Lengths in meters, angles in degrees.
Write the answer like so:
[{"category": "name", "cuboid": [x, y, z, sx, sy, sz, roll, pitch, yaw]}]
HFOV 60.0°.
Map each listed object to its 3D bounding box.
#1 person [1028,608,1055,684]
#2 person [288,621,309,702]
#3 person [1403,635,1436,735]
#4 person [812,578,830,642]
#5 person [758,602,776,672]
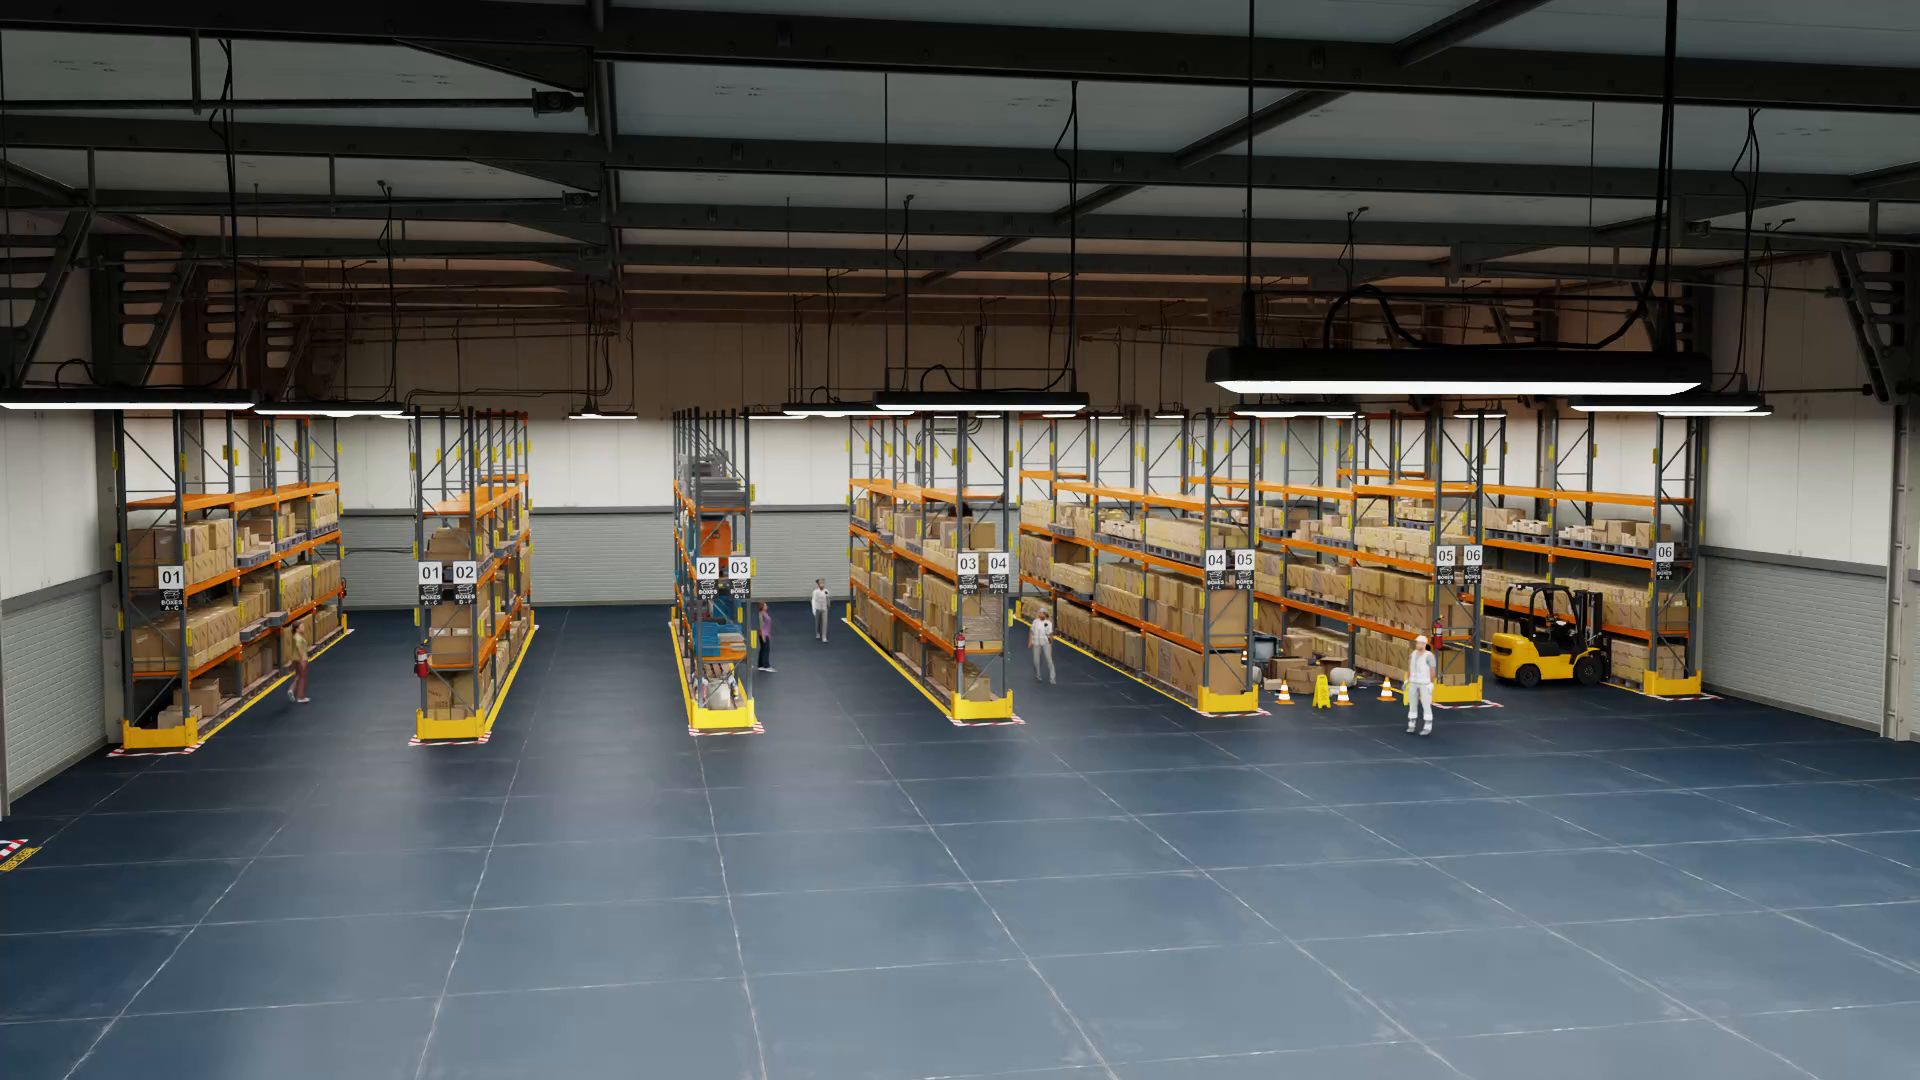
[{"category": "person", "cuboid": [1.830, 2.325, 36.666, 0.617, 1.646, 0.518, 1, 4, 14]}, {"category": "person", "cuboid": [-13.440, 2.474, 33.784, 0.447, 1.664, 0.484, 2, 5, 27]}, {"category": "person", "cuboid": [8.420, 2.646, 30.527, 0.597, 1.795, 0.392, 4, 5, 42]}, {"category": "person", "cuboid": [-3.623, 1.812, 43.364, 0.492, 1.645, 0.948, -1, 4, -9]}, {"category": "person", "cuboid": [-4.449, 2.222, 38.273, 0.409, 1.586, 0.458, -1, 4, -9]}]
